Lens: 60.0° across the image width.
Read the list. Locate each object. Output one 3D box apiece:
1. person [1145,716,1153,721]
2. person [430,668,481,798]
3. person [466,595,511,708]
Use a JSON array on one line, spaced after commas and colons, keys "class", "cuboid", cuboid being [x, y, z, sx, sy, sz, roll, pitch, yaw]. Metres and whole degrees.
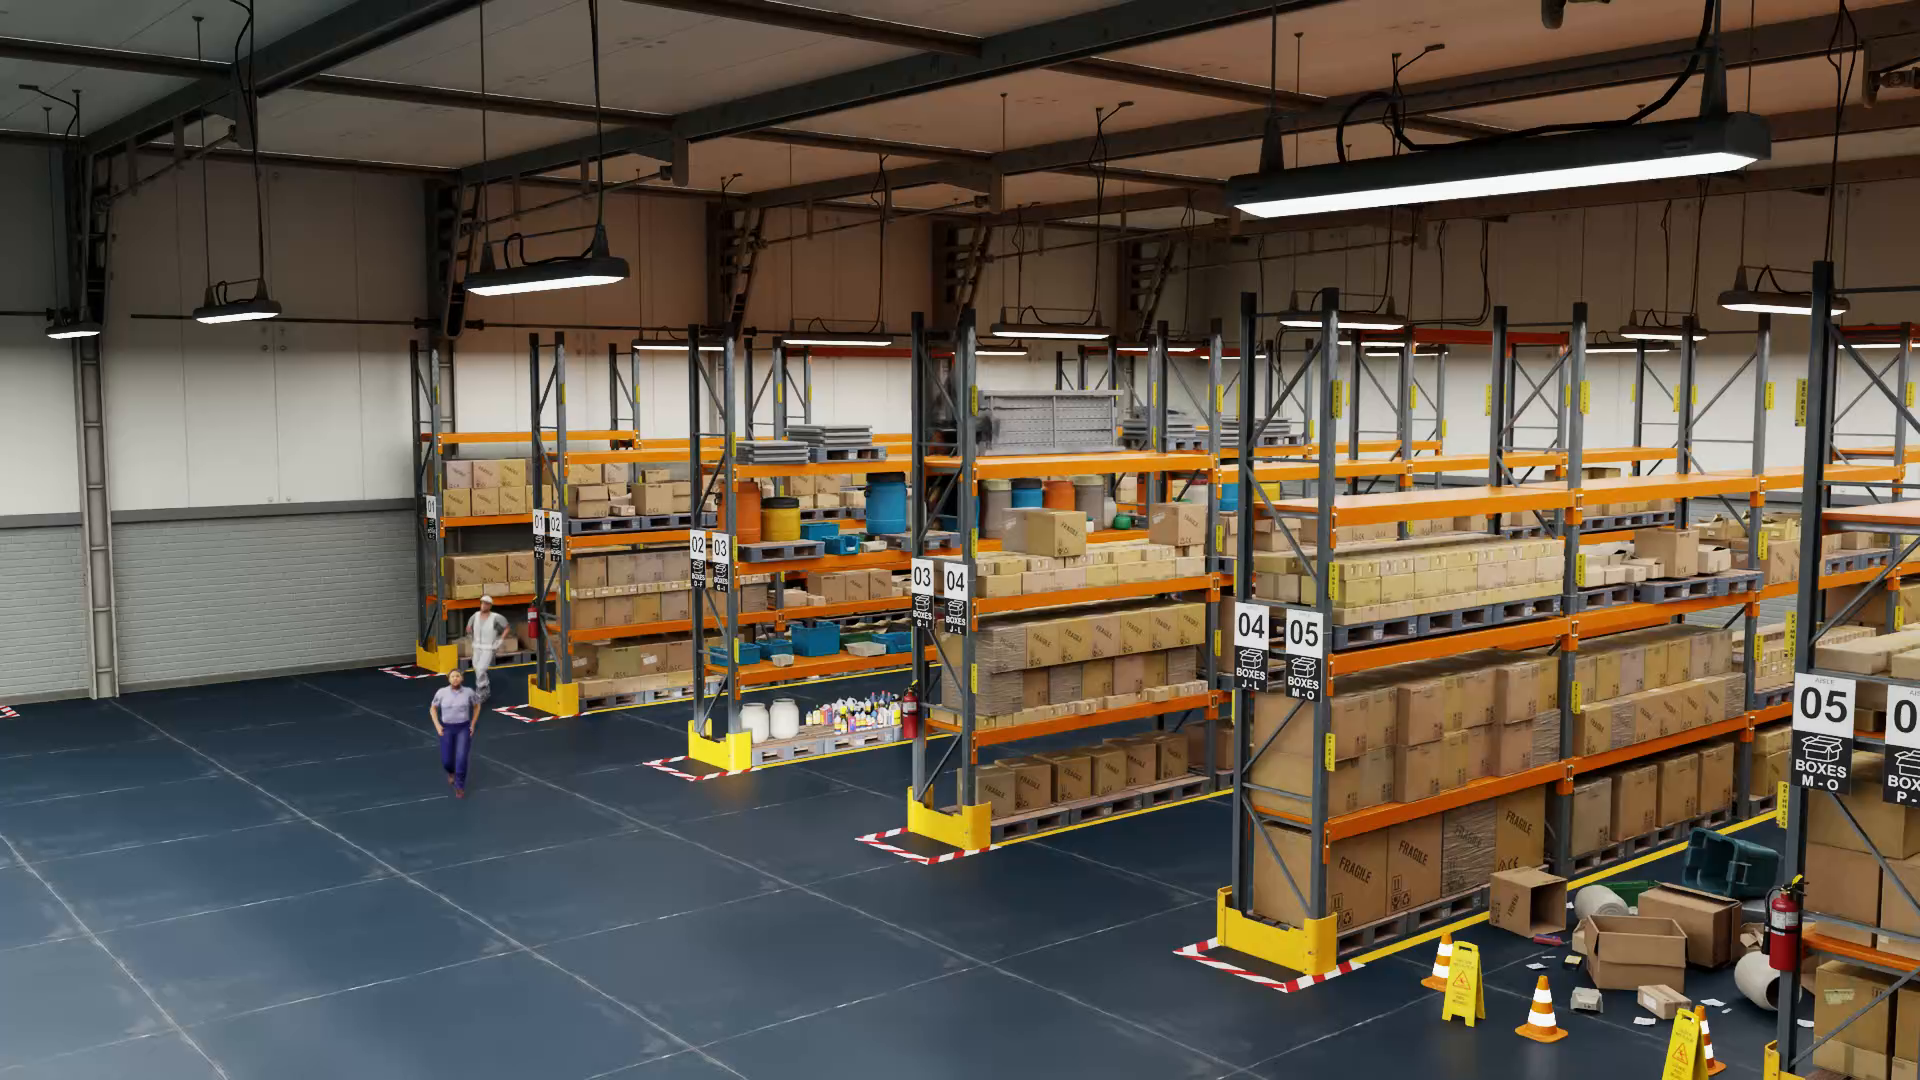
[{"class": "person", "cuboid": [2.751, 1.765, 24.228, 0.704, 1.744, 0.599, 4, 7, 38]}, {"class": "person", "cuboid": [-6.392, 2.424, 21.099, 0.614, 1.617, 0.597, -1, 5, -15]}, {"class": "person", "cuboid": [-7.674, 1.791, 26.887, 0.676, 1.797, 0.706, 1, 5, 15]}]
